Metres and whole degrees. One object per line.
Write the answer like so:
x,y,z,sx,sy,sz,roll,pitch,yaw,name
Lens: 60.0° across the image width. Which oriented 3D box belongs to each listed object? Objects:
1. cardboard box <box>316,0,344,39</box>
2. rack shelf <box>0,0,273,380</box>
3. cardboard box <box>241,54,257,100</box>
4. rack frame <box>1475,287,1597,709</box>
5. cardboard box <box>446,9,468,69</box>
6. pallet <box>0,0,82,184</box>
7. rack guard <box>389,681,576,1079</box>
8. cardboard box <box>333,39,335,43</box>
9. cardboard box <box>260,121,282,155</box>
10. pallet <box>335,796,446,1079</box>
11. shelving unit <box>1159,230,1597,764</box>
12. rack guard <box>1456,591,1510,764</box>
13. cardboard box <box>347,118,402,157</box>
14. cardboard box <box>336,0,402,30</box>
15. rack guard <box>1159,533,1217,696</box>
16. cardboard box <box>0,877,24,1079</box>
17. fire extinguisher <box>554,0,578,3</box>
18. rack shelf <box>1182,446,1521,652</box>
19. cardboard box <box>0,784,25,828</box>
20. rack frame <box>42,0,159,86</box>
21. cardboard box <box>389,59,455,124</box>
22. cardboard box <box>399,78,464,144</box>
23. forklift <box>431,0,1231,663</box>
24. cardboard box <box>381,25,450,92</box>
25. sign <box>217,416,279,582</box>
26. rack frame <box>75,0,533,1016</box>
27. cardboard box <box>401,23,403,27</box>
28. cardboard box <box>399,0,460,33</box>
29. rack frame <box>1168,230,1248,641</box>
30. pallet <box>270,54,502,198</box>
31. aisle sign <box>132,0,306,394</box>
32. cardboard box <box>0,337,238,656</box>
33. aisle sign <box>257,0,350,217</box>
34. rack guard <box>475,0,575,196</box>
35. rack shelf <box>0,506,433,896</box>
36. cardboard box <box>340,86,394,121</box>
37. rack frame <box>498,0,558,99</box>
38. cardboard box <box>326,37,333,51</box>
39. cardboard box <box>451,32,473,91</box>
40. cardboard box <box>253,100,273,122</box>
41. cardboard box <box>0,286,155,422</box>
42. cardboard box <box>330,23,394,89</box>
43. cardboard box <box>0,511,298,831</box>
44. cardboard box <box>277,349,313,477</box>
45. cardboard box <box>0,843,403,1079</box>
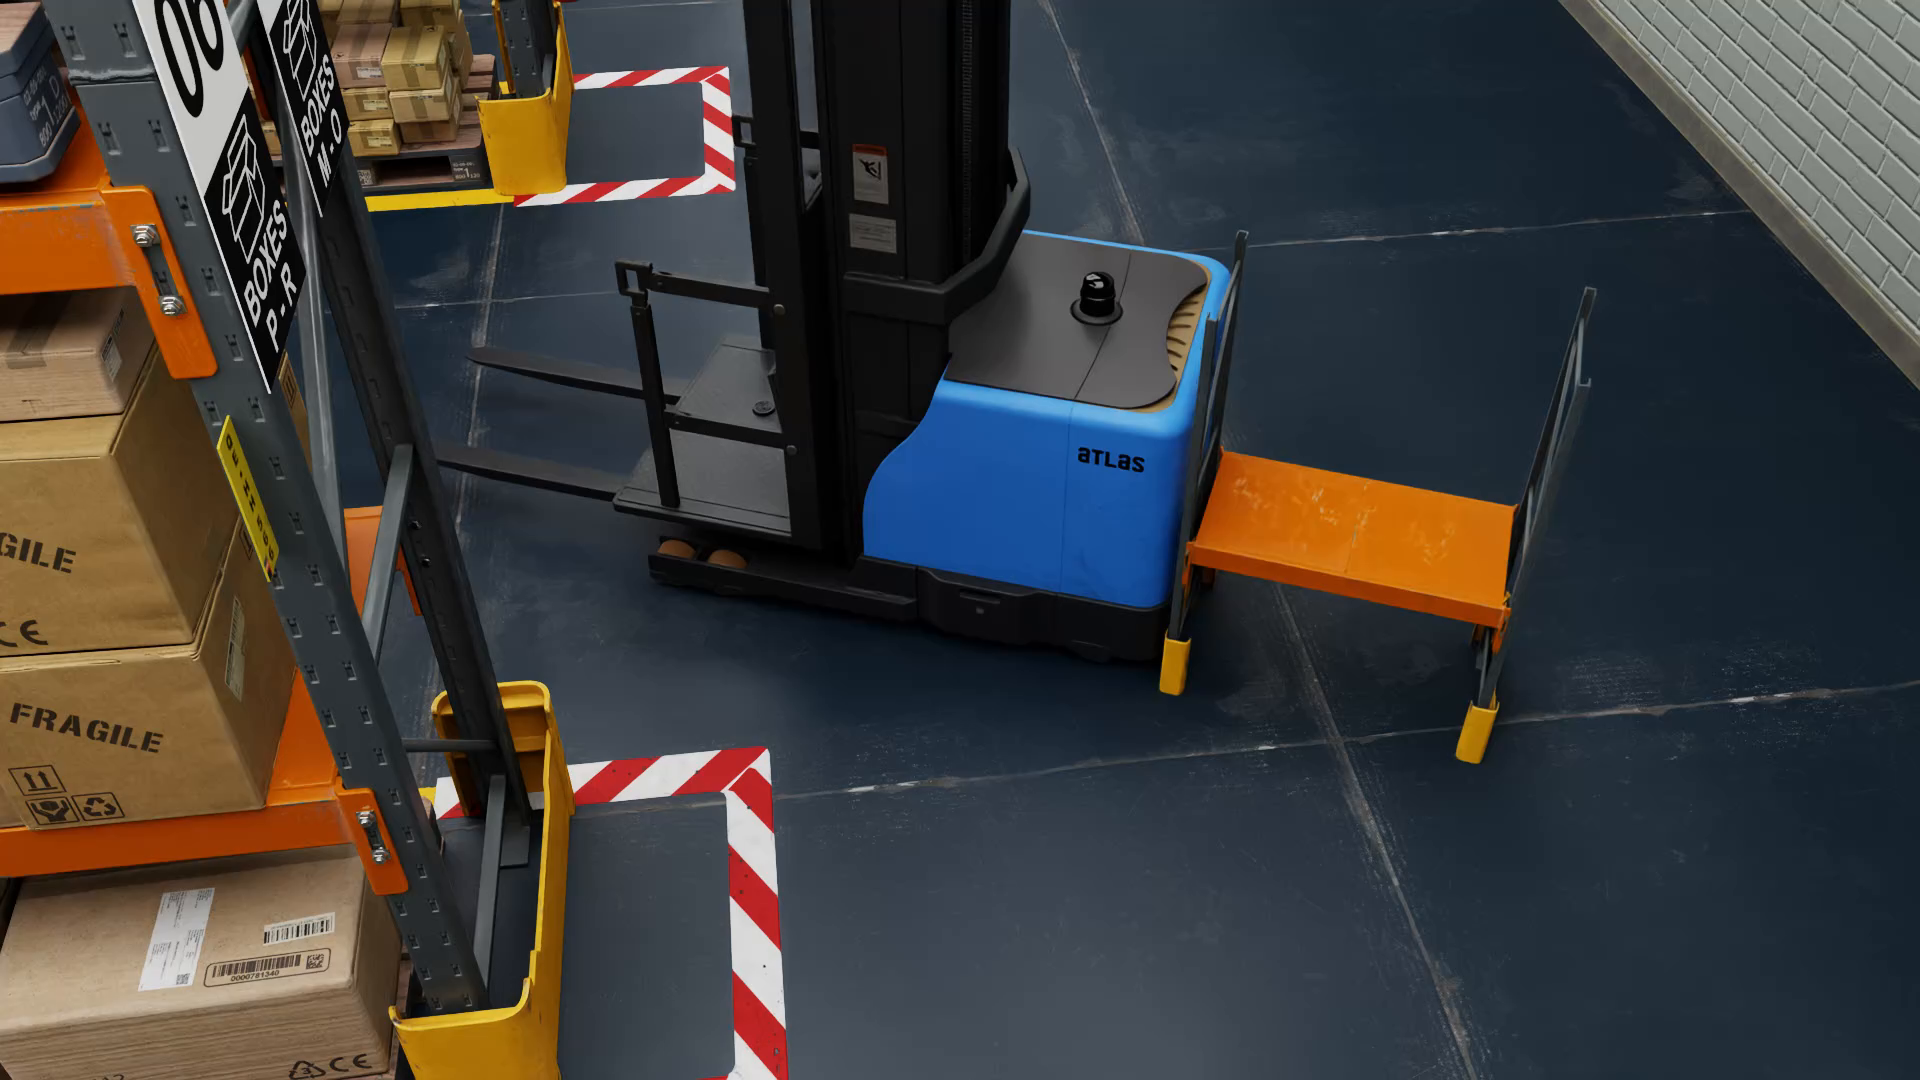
-3.189,-2.653,8.323,0.250,0.149,0.380,-5,42,-6,cardboard box
-3.343,-0.590,2.962,4.000,0.370,1.077,-5,42,-6,rack shelf
-3.355,-2.229,7.852,0.250,0.149,0.380,-7,42,-7,cardboard box
1.754,-0.016,5.148,0.032,1.500,0.500,12,43,13,rack frame
-2.654,-2.528,8.406,0.250,0.149,0.380,-3,42,-4,cardboard box
-2.094,-0.926,2.864,1.213,0.211,1.003,-5,42,-6,pallet
-1.336,1.009,4.758,0.348,0.500,1.175,-5,42,-6,rack guard
-3.164,-2.462,8.333,0.250,0.149,0.380,-4,42,-5,cardboard box
-3.354,-2.023,8.068,0.250,0.149,0.380,-5,42,-5,cardboard box
-2.142,1.240,4.718,1.213,0.211,1.003,-5,42,-6,pallet
1.278,-0.118,5.261,1.083,1.500,0.587,12,43,13,shelving unit
1.753,0.448,5.567,0.087,0.250,0.587,12,43,13,rack guard
-2.838,-2.019,8.064,0.250,0.149,0.380,-4,42,-4,cardboard box
-2.923,-2.590,8.253,0.250,0.149,0.380,-4,42,-5,cardboard box
0.804,0.245,5.792,0.087,0.250,0.587,12,43,13,rack guard
-2.907,1.087,4.404,0.875,0.438,0.875,-4,42,-4,cardboard box
-1.792,-2.744,7.388,0.183,0.674,0.296,-5,42,-6,fire extinguisher
1.270,0.014,5.383,1.000,0.185,0.538,12,43,13,rack shelf
-2.303,0.297,3.606,0.500,0.500,0.500,-6,42,-6,cardboard box
-1.359,-2.145,1.909,0.127,3.000,1.000,-5,42,-6,rack frame
-2.588,-2.168,8.007,0.250,0.149,0.380,-6,42,-7,cardboard box
-2.596,-2.109,8.163,0.250,0.149,0.380,-4,42,-5,cardboard box
-0.628,-1.217,5.411,3.031,2.935,1.130,11,43,12,forklift
-2.594,-2.300,7.931,0.250,0.149,0.380,-5,42,-5,cardboard box
-1.303,-0.073,3.050,0.005,0.325,0.100,-5,42,-6,sign
-1.359,0.083,3.918,0.127,3.000,1.000,-5,42,-6,rack frame
-2.933,-2.542,8.422,0.250,0.149,0.380,-5,42,-6,cardboard box
-2.665,-2.694,8.368,0.250,0.149,0.380,-7,42,-7,cardboard box
0.785,-0.223,5.378,0.032,1.500,0.500,12,43,13,rack frame
-2.987,-2.106,8.428,1.213,0.211,1.003,-5,42,-6,pallet
-1.248,-0.683,2.826,0.004,0.787,0.394,-5,42,-6,aisle sign
-1.807,-0.125,3.328,0.500,0.500,0.500,-4,42,-4,cardboard box
-1.326,-1.081,3.268,0.004,0.787,0.394,-5,42,-6,aisle sign
-2.177,-2.261,8.383,0.348,0.500,1.175,-5,42,-6,rack guard
-3.343,0.524,3.967,4.000,0.370,1.077,-5,42,-6,rack shelf
-2.854,-2.181,8.021,0.250,0.149,0.380,-6,42,-7,cardboard box
-2.101,-3.196,7.553,0.127,3.000,1.000,-5,42,-6,rack frame
-3.090,-2.209,7.830,0.250,0.149,0.380,-6,42,-6,cardboard box
-2.662,-2.460,8.553,0.250,0.149,0.380,-4,42,-5,cardboard box
-3.383,-2.167,8.005,0.250,0.149,0.380,-5,42,-6,cardboard box
-1.689,-0.402,3.151,0.250,0.149,0.380,-4,42,-5,cardboard box
-2.850,-2.316,7.949,0.250,0.149,0.380,-4,42,-5,cardboard box
-1.803,0.264,3.643,0.500,0.500,0.500,-5,42,-5,cardboard box
-1.873,-0.103,4.050,0.500,0.500,0.500,-5,42,-6,cardboard box
-2.001,1.002,4.499,0.875,0.438,0.875,-6,42,-7,cardboard box
